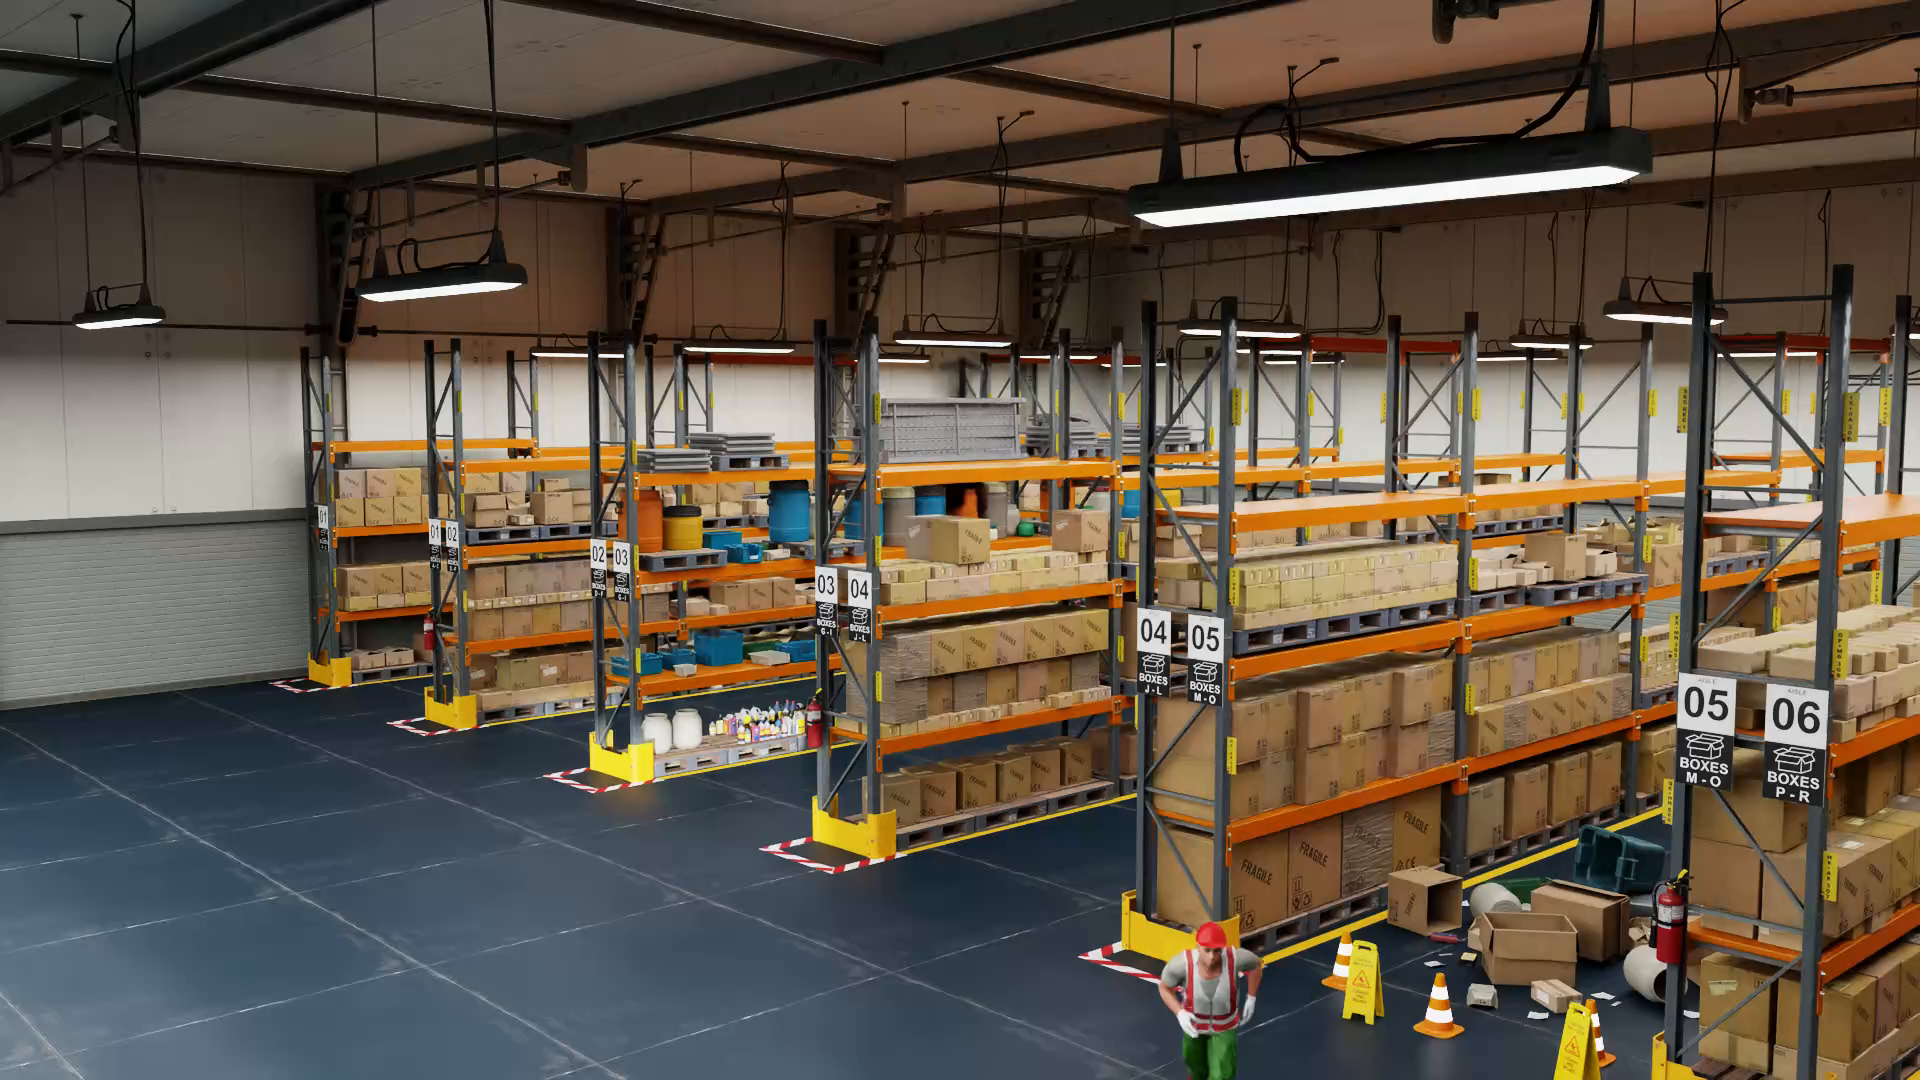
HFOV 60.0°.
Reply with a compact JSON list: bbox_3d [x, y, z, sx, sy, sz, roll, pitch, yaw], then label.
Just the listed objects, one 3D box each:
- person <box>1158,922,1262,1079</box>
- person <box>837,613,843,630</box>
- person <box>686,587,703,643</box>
[{"bbox_3d":[1.691,3.338,11.336,0.699,1.729,1.061,0,5,3],"label":"person"},{"bbox_3d":[-2.443,1.343,34.388,0.804,1.628,0.546,-5,7,-42],"label":"person"},{"bbox_3d":[-4.917,1.637,31.111,0.856,1.630,0.605,-4,6,-39],"label":"person"}]
